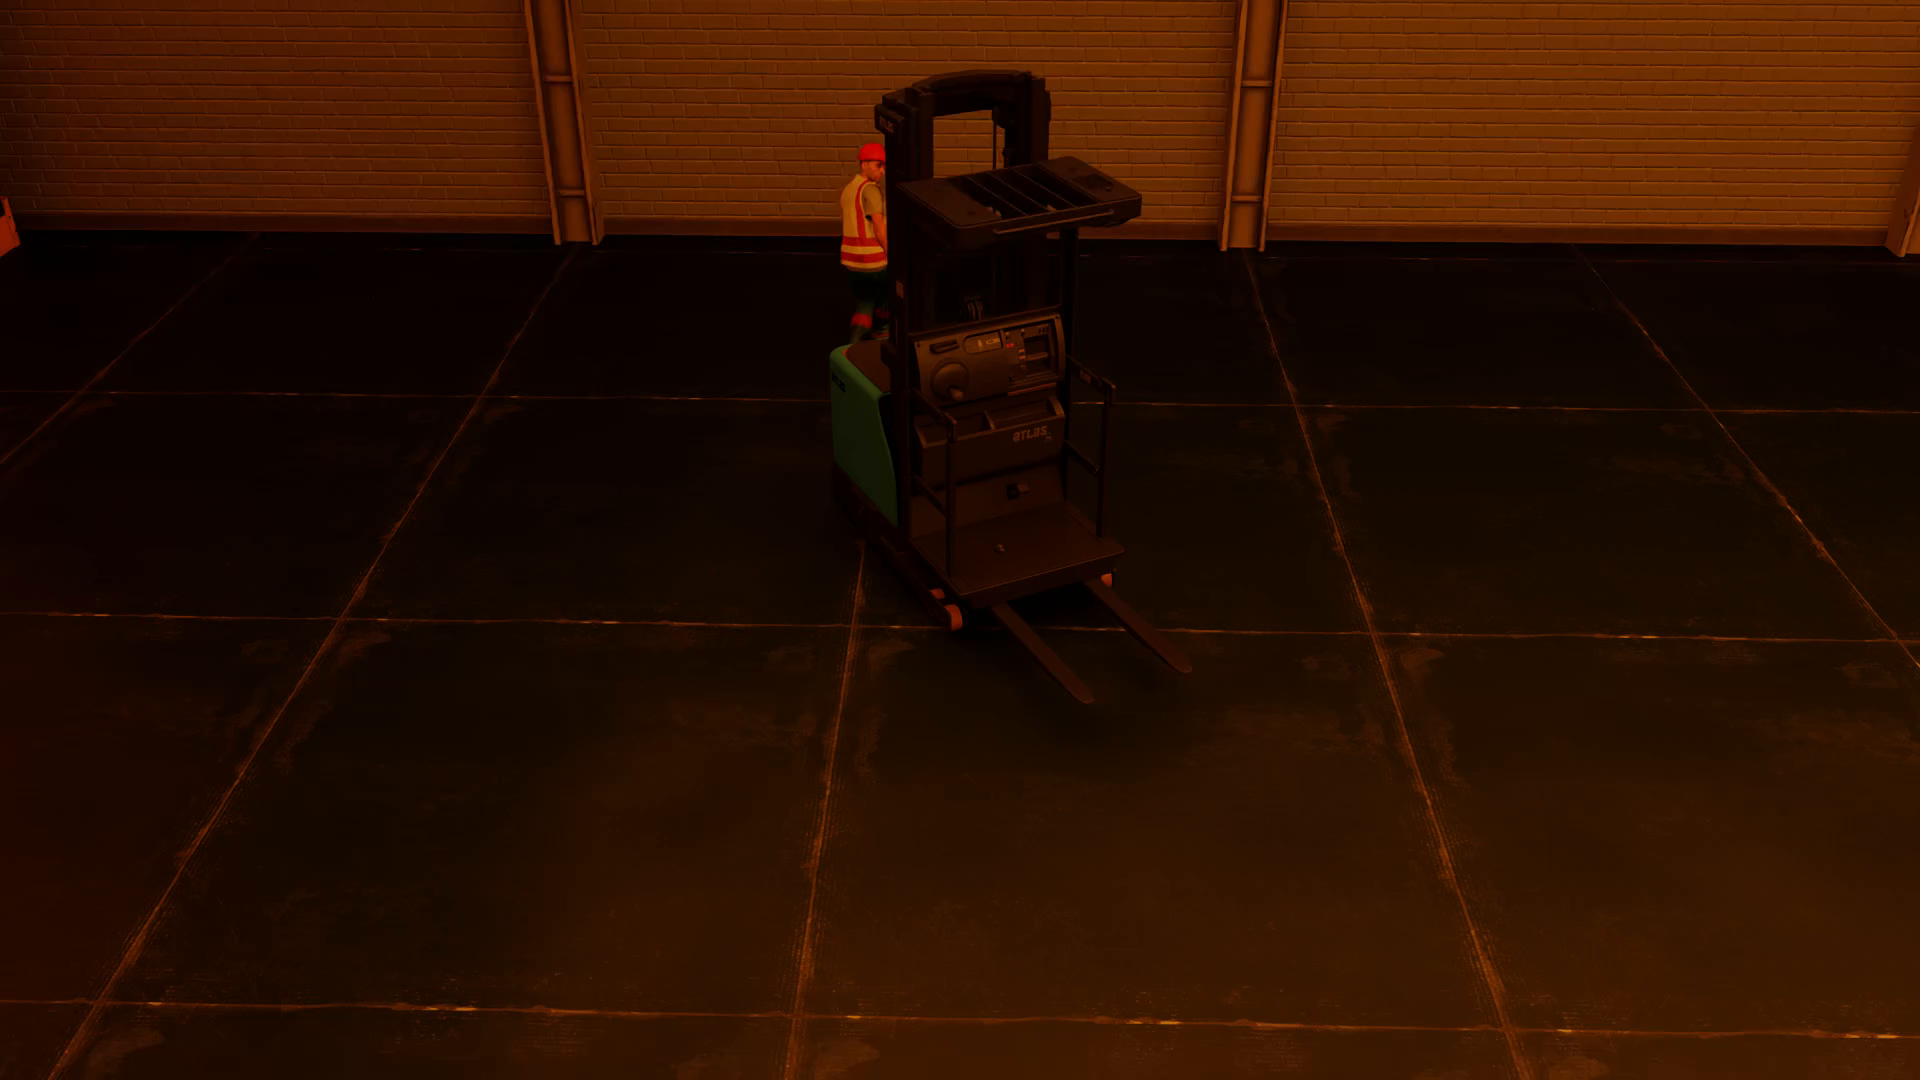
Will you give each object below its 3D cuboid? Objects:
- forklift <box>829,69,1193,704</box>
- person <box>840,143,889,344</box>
[{"bbox_3d":[0.272,-0.985,9.285,1.130,2.935,3.031,-14,33,-23],"label":"forklift"},{"bbox_3d":[-0.549,-2.168,12.580,0.803,1.629,0.816,22,37,32],"label":"person"}]
